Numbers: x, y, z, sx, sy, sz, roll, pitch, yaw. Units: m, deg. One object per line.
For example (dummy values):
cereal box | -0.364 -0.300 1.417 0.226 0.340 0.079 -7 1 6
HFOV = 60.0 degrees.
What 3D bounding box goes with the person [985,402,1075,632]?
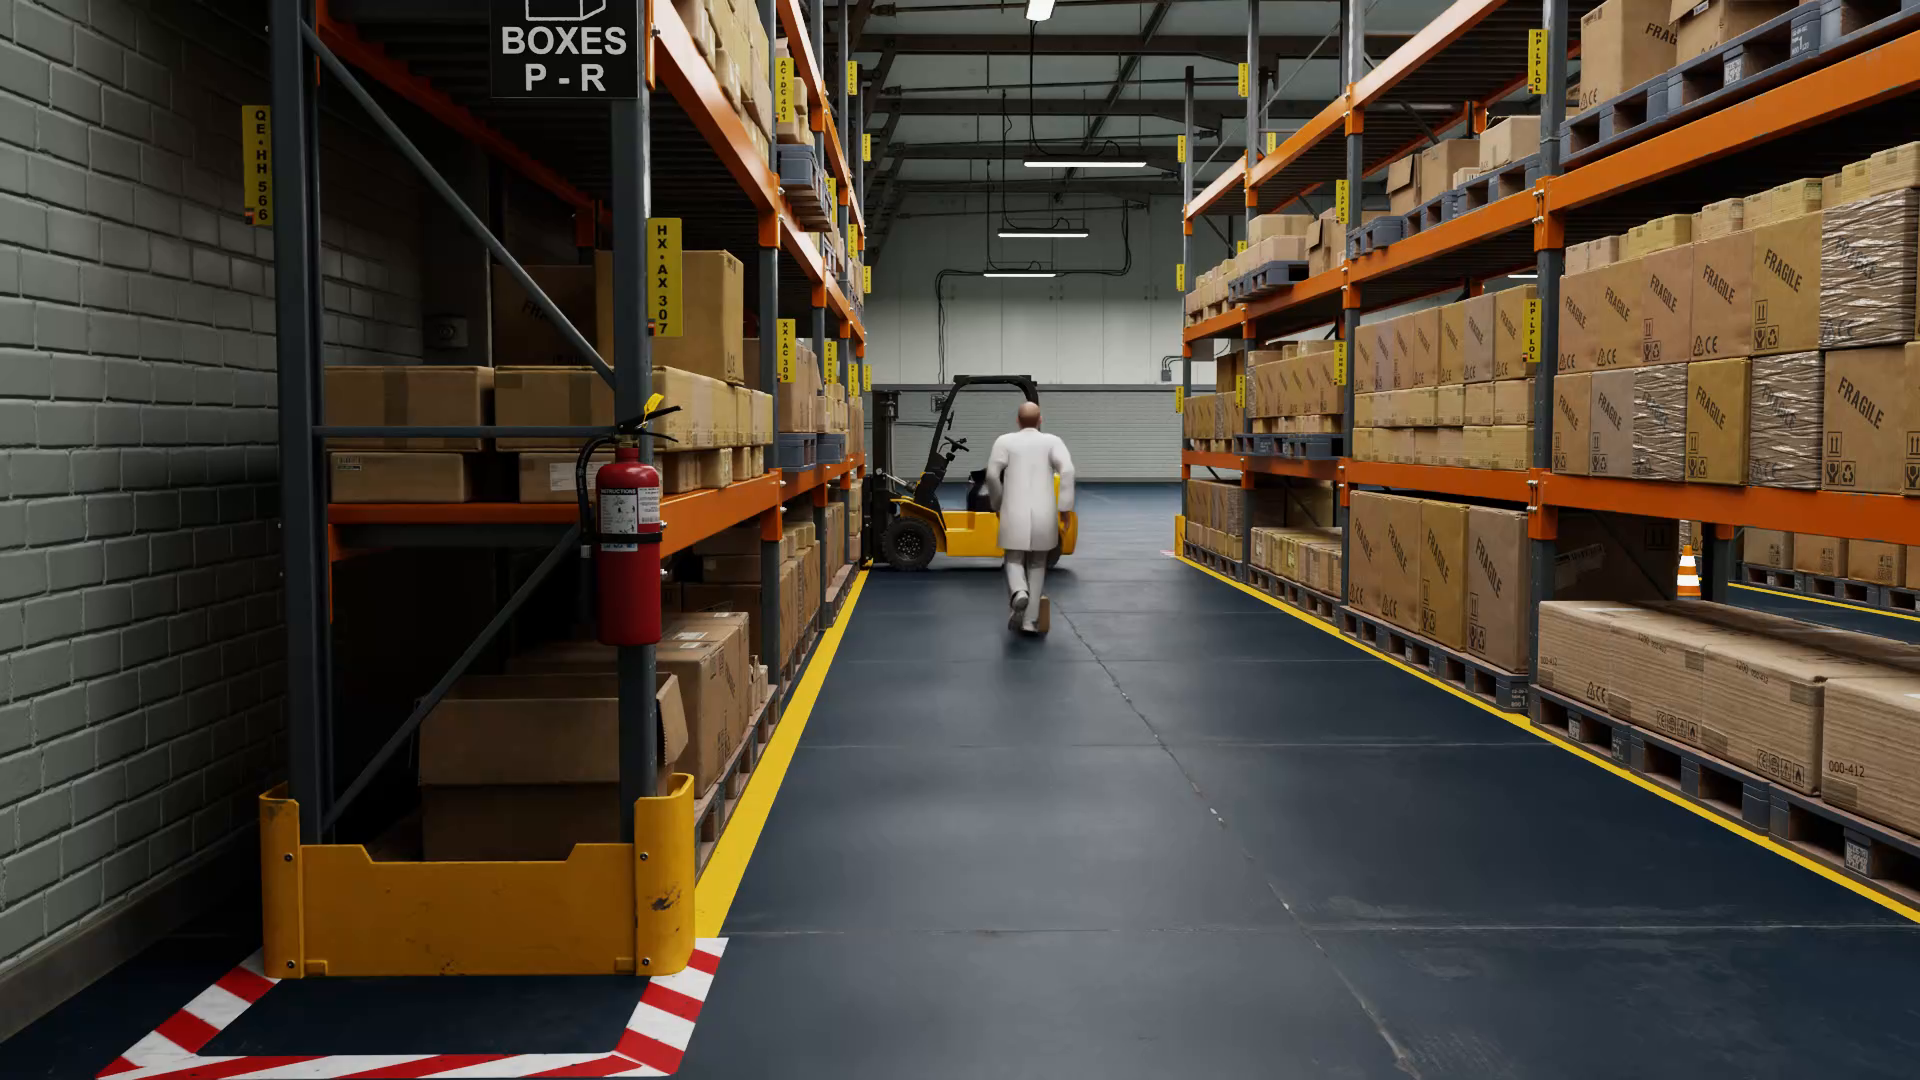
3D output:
person | 0.527 -0.159 12.407 0.666 1.746 0.772 0 4 -3
